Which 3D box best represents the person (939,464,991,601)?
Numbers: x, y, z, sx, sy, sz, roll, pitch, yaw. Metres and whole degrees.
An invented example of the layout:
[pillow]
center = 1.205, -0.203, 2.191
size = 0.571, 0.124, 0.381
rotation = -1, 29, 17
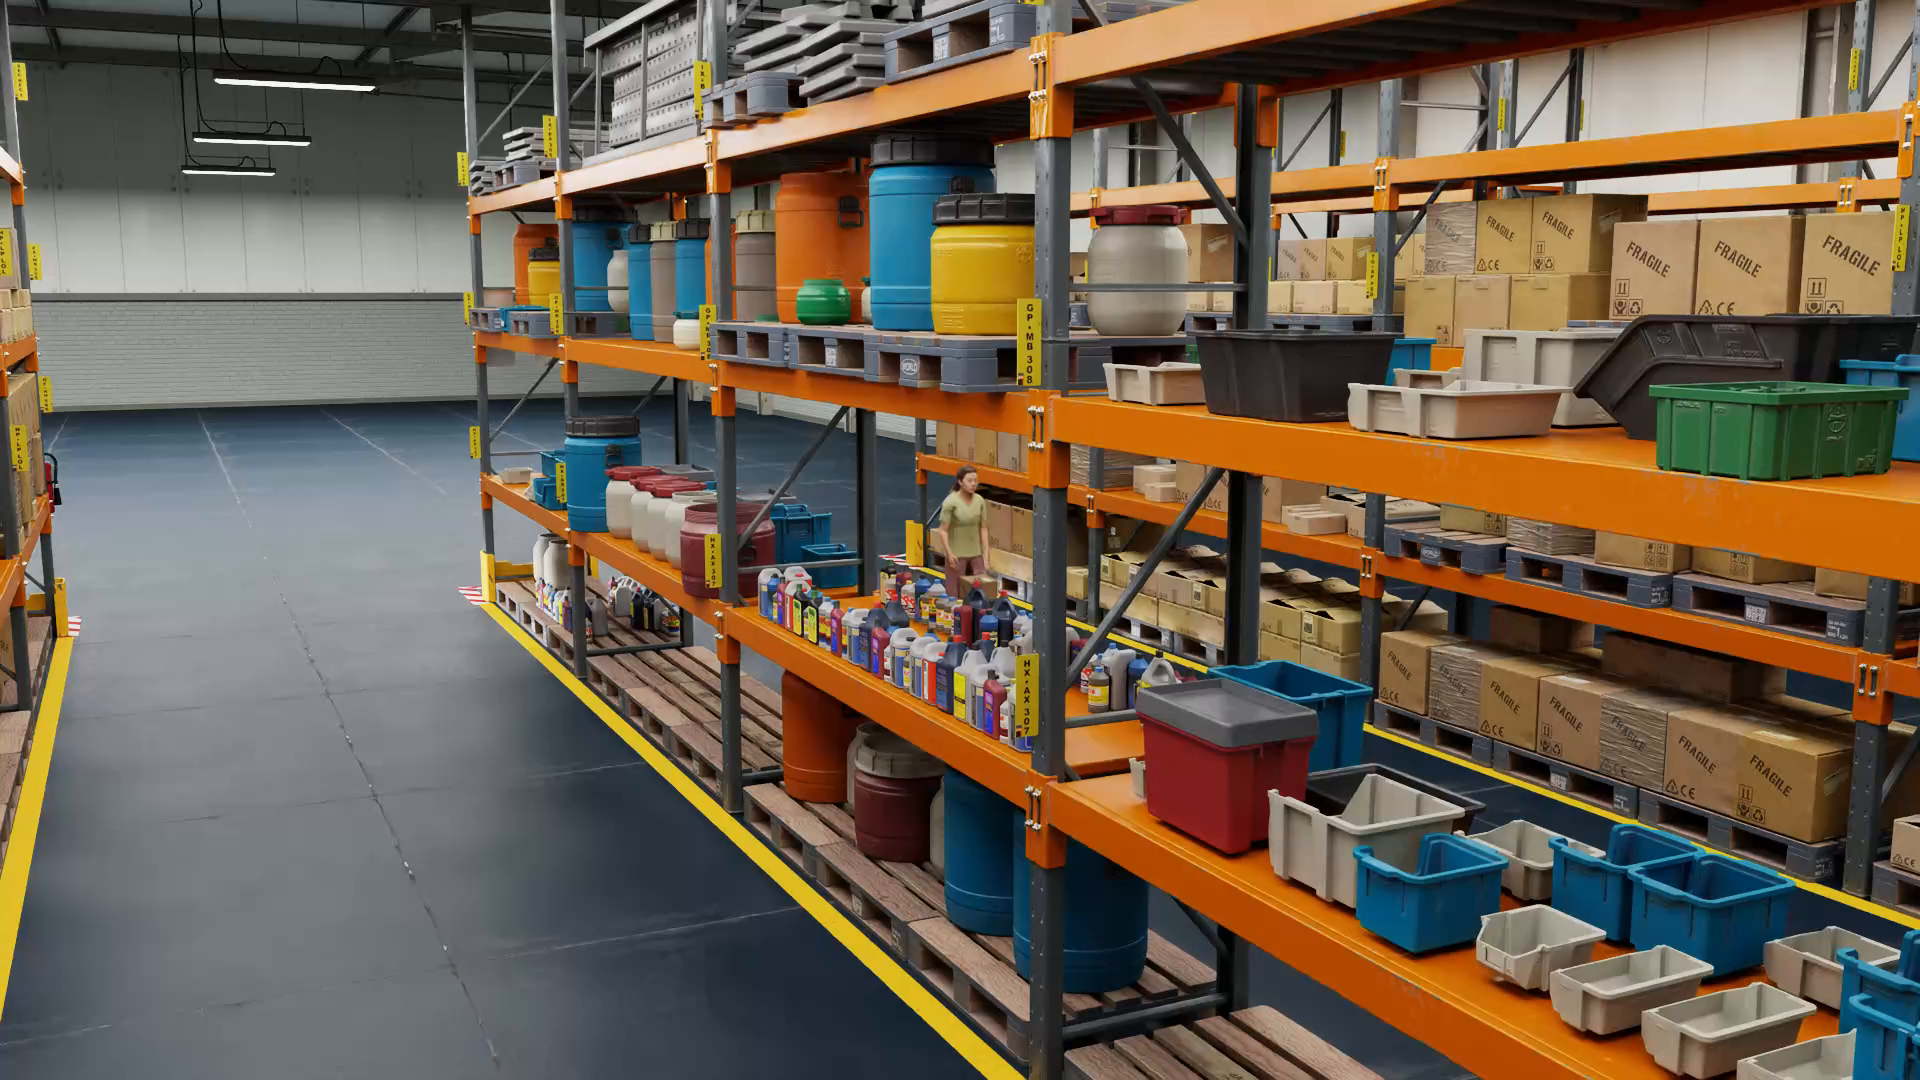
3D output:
[person]
center = 0.050, 0.162, 14.767
size = 0.480, 1.676, 0.362
rotation = -4, 10, -27
